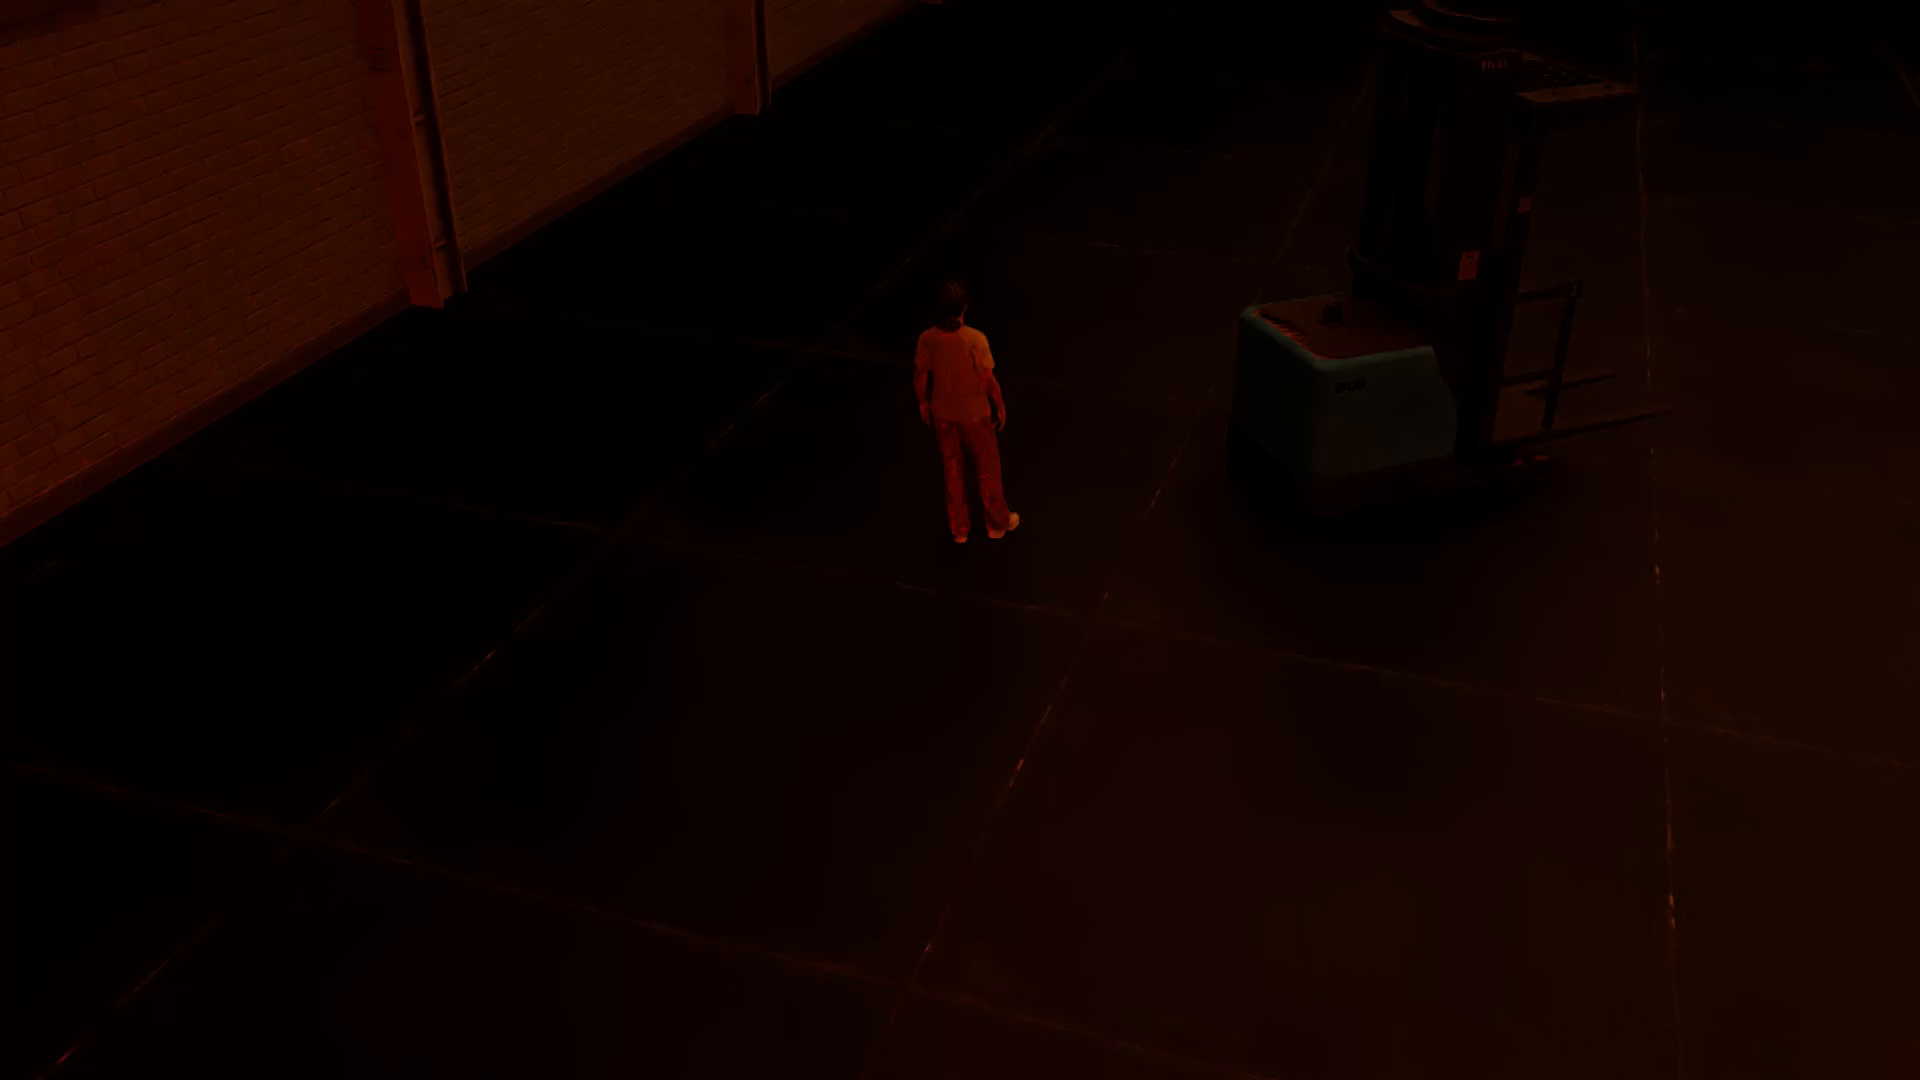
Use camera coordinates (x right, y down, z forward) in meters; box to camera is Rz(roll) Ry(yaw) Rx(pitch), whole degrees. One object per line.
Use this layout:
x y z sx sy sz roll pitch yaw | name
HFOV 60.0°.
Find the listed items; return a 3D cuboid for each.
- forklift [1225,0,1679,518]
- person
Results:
3.323 -1.859 10.398 3.031 2.935 1.130 -11 31 -19 | forklift
0.038 -0.771 9.745 0.554 1.673 0.526 10 31 16 | person
